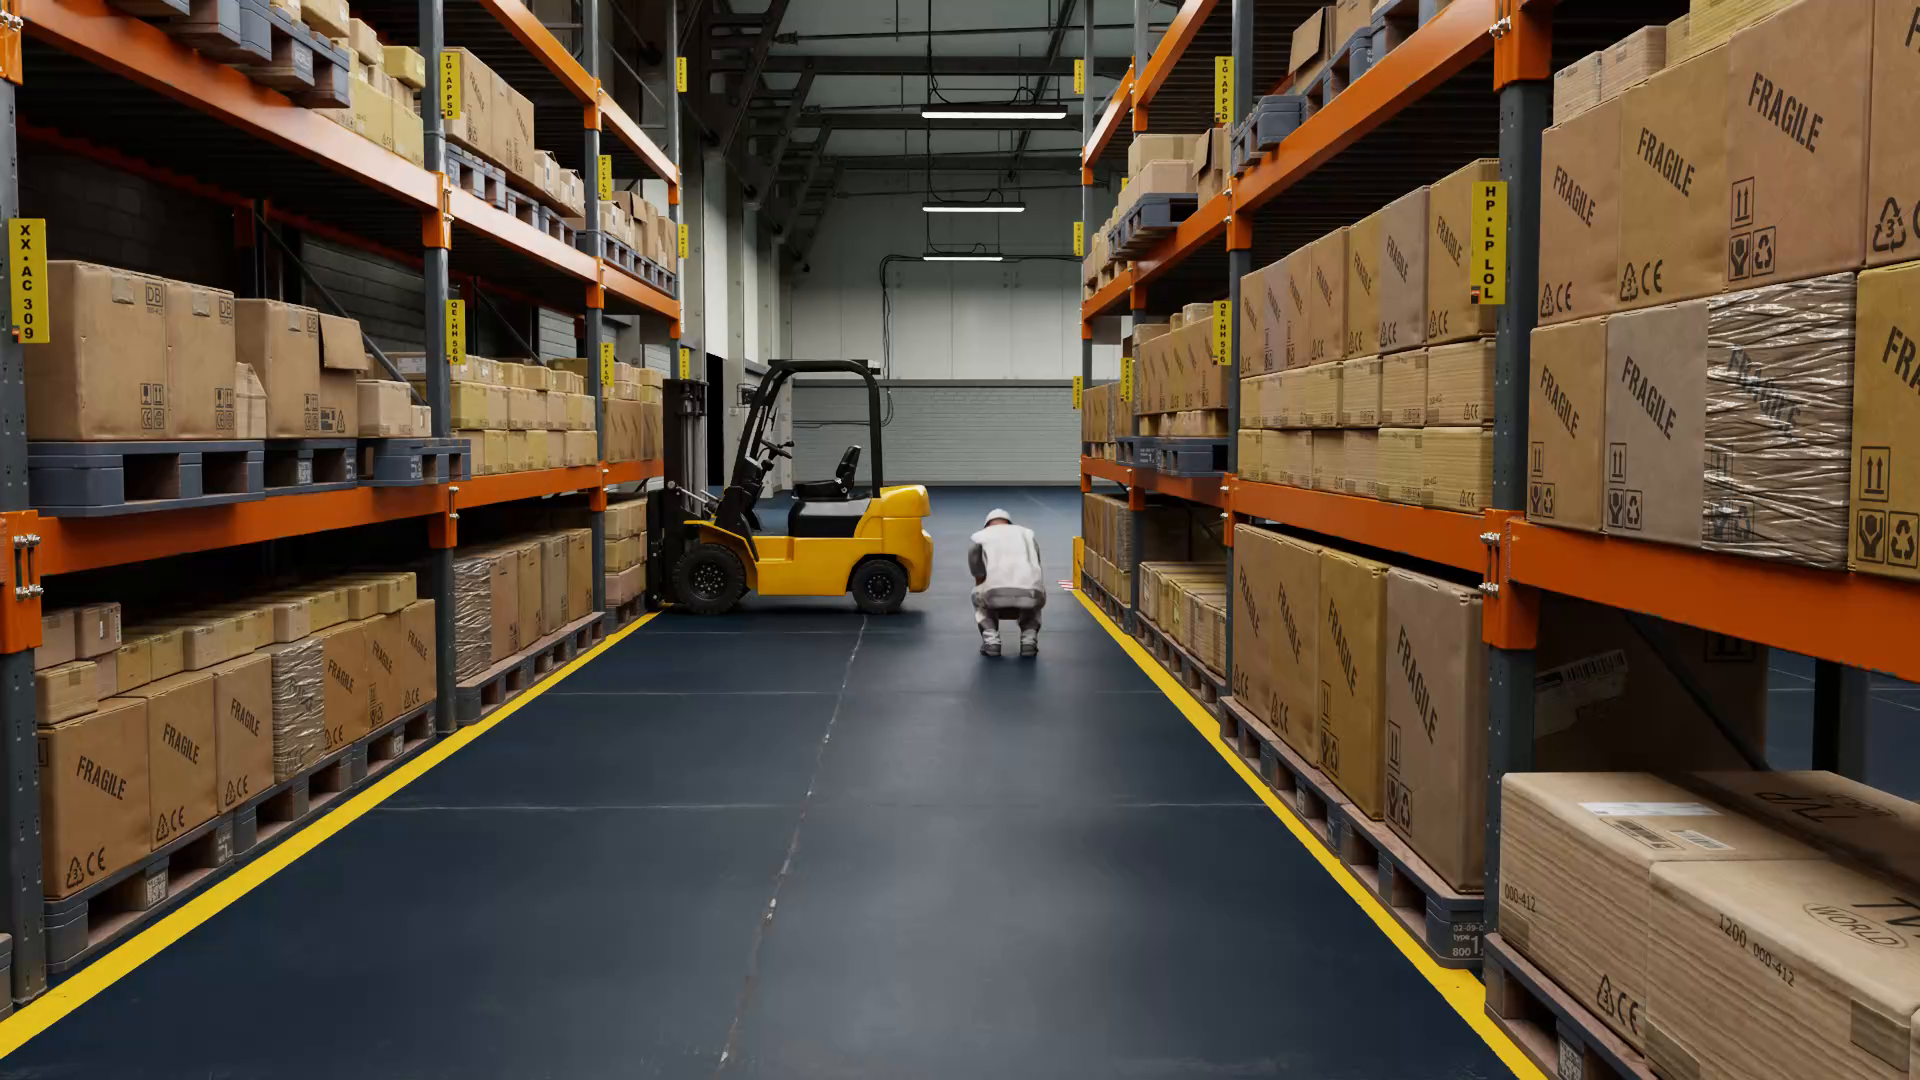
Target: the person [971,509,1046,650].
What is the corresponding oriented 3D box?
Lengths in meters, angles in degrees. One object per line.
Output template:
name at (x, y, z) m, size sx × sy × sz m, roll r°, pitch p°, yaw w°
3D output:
person at (11.352, -0.715, 27.300) m, size 23.978 × 0.991 × 31.142 m, roll 0°, pitch 4°, yaw -3°
